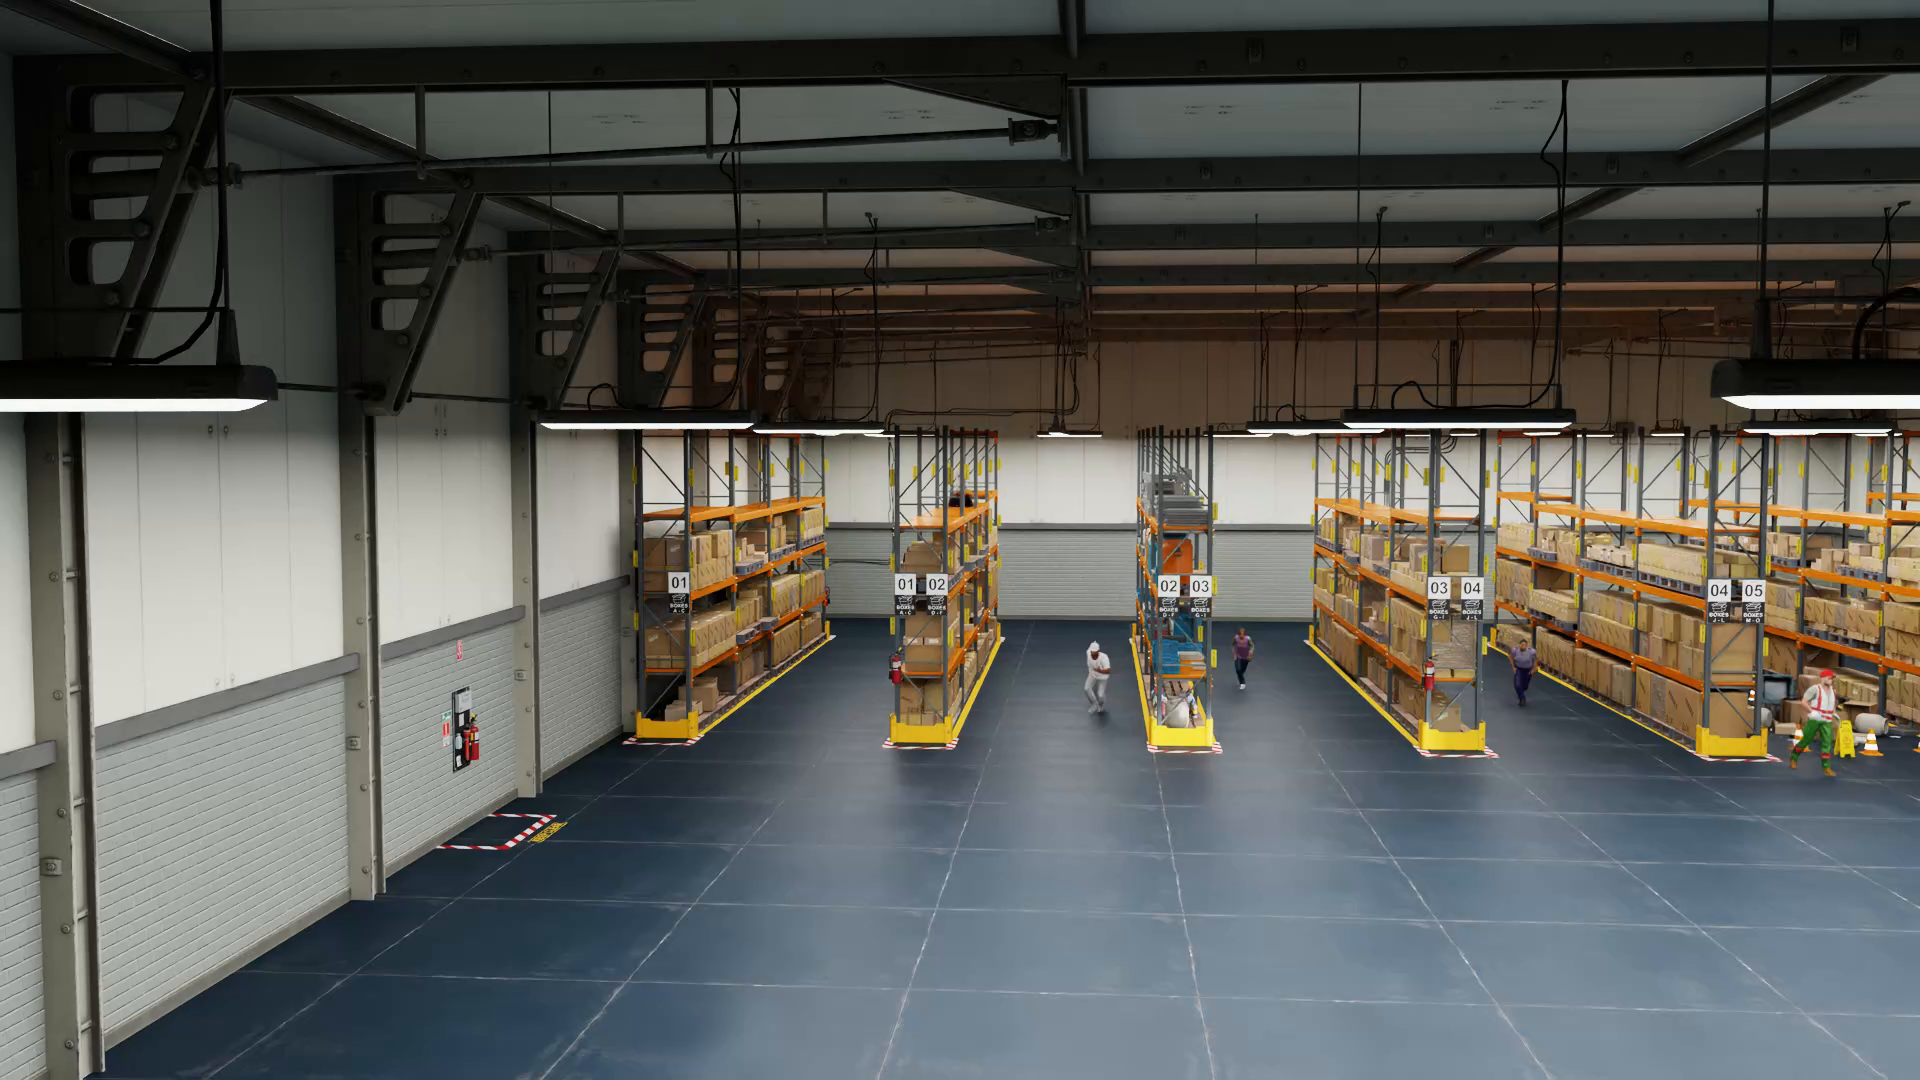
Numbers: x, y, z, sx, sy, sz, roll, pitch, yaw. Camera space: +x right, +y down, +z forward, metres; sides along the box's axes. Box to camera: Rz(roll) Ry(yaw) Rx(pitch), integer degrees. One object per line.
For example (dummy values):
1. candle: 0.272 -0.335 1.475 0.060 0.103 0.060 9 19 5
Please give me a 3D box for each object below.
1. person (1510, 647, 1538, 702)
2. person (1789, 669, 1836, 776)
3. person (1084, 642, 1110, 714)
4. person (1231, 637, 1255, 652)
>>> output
1. person: 12.192 2.871 35.968 0.582 1.256 0.778 1 4 19
2. person: 14.638 3.084 28.359 0.544 1.767 0.960 -1 3 -10
3. person: 2.918 2.847 34.562 0.621 1.534 1.032 2 4 25
4. person: 6.497 2.452 38.226 0.544 0.513 0.433 1 3 9
